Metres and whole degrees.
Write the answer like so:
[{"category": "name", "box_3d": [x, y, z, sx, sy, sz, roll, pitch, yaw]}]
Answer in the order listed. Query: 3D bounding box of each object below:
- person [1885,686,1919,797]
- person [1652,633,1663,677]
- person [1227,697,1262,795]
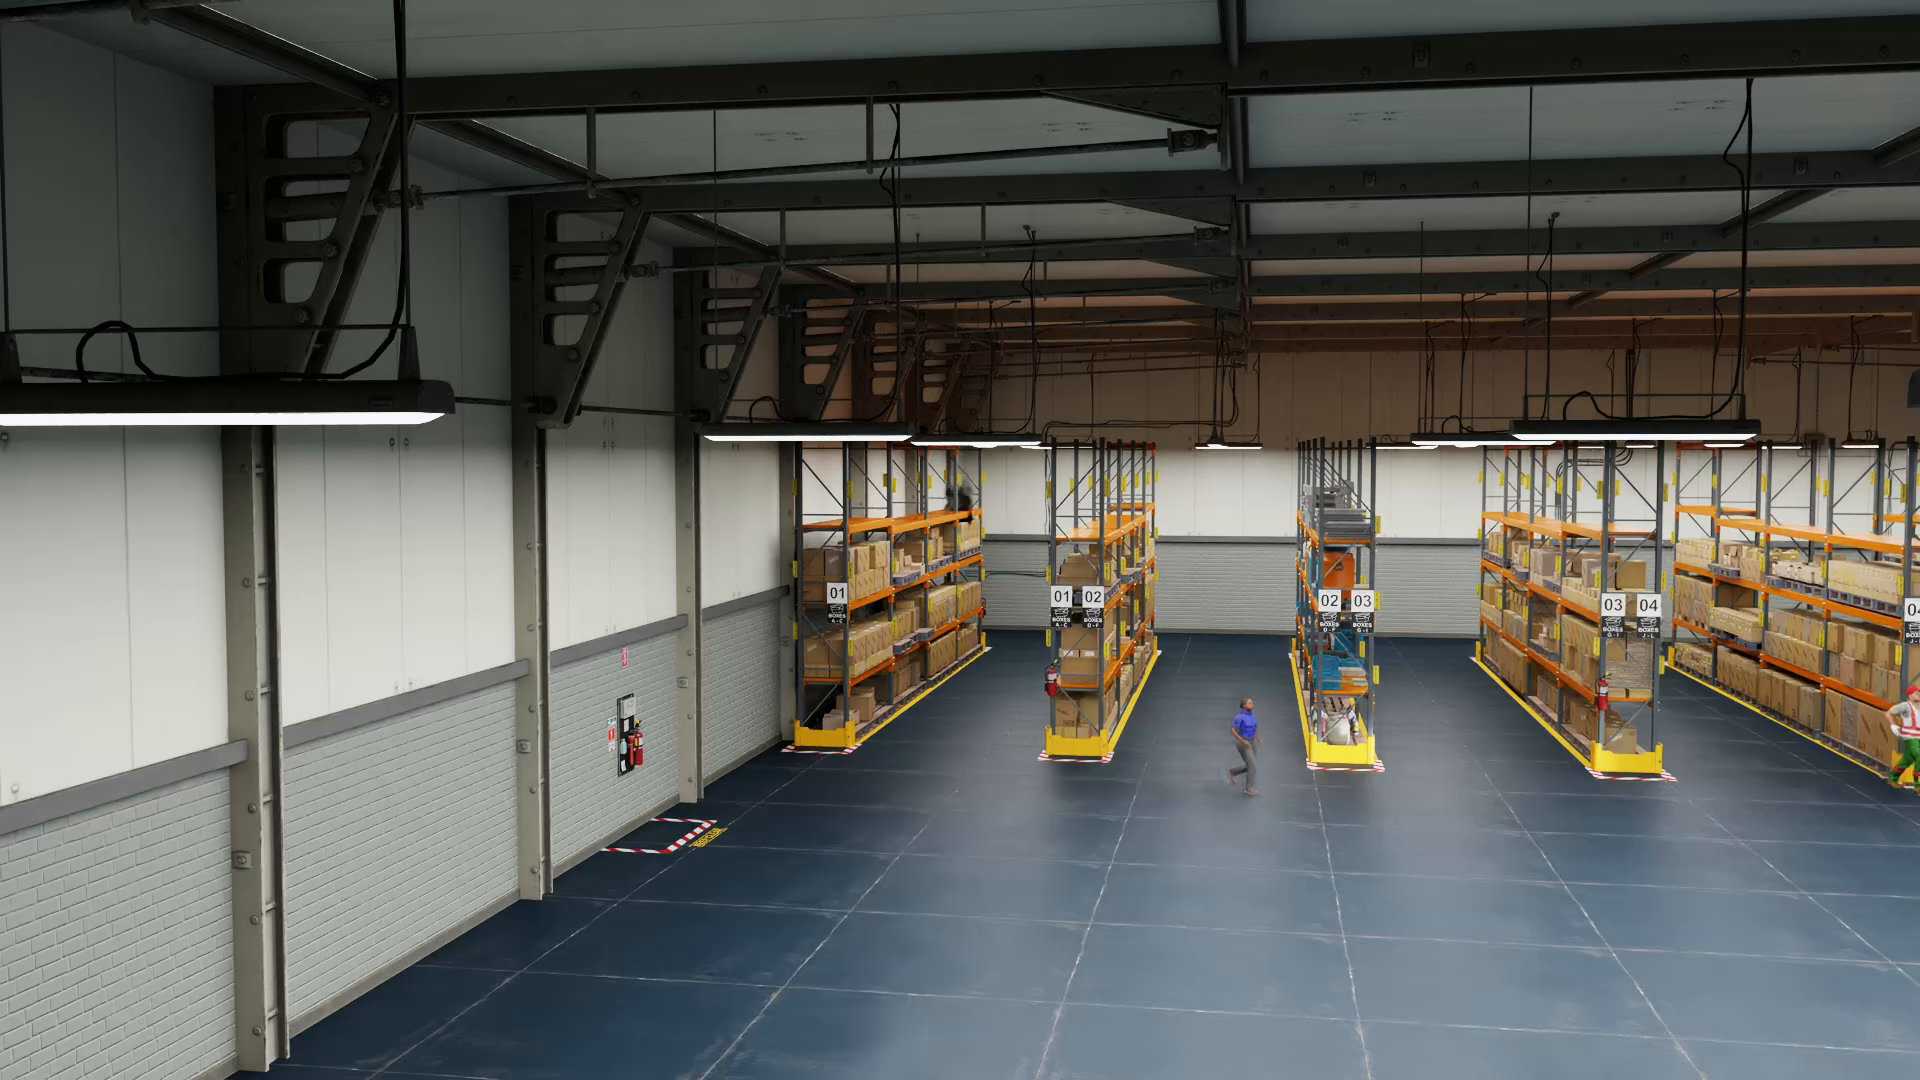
[{"category": "person", "box_3d": [15.933, 3.365, 27.827, 0.719, 1.847, 0.767, -2, 4, -33]}, {"category": "person", "box_3d": [17.260, 2.755, 41.443, 0.531, 1.561, 0.536, 1, 3, 15]}, {"category": "person", "box_3d": [4.751, 3.436, 27.910, 0.700, 1.621, 0.609, 3, 4, 41]}]
